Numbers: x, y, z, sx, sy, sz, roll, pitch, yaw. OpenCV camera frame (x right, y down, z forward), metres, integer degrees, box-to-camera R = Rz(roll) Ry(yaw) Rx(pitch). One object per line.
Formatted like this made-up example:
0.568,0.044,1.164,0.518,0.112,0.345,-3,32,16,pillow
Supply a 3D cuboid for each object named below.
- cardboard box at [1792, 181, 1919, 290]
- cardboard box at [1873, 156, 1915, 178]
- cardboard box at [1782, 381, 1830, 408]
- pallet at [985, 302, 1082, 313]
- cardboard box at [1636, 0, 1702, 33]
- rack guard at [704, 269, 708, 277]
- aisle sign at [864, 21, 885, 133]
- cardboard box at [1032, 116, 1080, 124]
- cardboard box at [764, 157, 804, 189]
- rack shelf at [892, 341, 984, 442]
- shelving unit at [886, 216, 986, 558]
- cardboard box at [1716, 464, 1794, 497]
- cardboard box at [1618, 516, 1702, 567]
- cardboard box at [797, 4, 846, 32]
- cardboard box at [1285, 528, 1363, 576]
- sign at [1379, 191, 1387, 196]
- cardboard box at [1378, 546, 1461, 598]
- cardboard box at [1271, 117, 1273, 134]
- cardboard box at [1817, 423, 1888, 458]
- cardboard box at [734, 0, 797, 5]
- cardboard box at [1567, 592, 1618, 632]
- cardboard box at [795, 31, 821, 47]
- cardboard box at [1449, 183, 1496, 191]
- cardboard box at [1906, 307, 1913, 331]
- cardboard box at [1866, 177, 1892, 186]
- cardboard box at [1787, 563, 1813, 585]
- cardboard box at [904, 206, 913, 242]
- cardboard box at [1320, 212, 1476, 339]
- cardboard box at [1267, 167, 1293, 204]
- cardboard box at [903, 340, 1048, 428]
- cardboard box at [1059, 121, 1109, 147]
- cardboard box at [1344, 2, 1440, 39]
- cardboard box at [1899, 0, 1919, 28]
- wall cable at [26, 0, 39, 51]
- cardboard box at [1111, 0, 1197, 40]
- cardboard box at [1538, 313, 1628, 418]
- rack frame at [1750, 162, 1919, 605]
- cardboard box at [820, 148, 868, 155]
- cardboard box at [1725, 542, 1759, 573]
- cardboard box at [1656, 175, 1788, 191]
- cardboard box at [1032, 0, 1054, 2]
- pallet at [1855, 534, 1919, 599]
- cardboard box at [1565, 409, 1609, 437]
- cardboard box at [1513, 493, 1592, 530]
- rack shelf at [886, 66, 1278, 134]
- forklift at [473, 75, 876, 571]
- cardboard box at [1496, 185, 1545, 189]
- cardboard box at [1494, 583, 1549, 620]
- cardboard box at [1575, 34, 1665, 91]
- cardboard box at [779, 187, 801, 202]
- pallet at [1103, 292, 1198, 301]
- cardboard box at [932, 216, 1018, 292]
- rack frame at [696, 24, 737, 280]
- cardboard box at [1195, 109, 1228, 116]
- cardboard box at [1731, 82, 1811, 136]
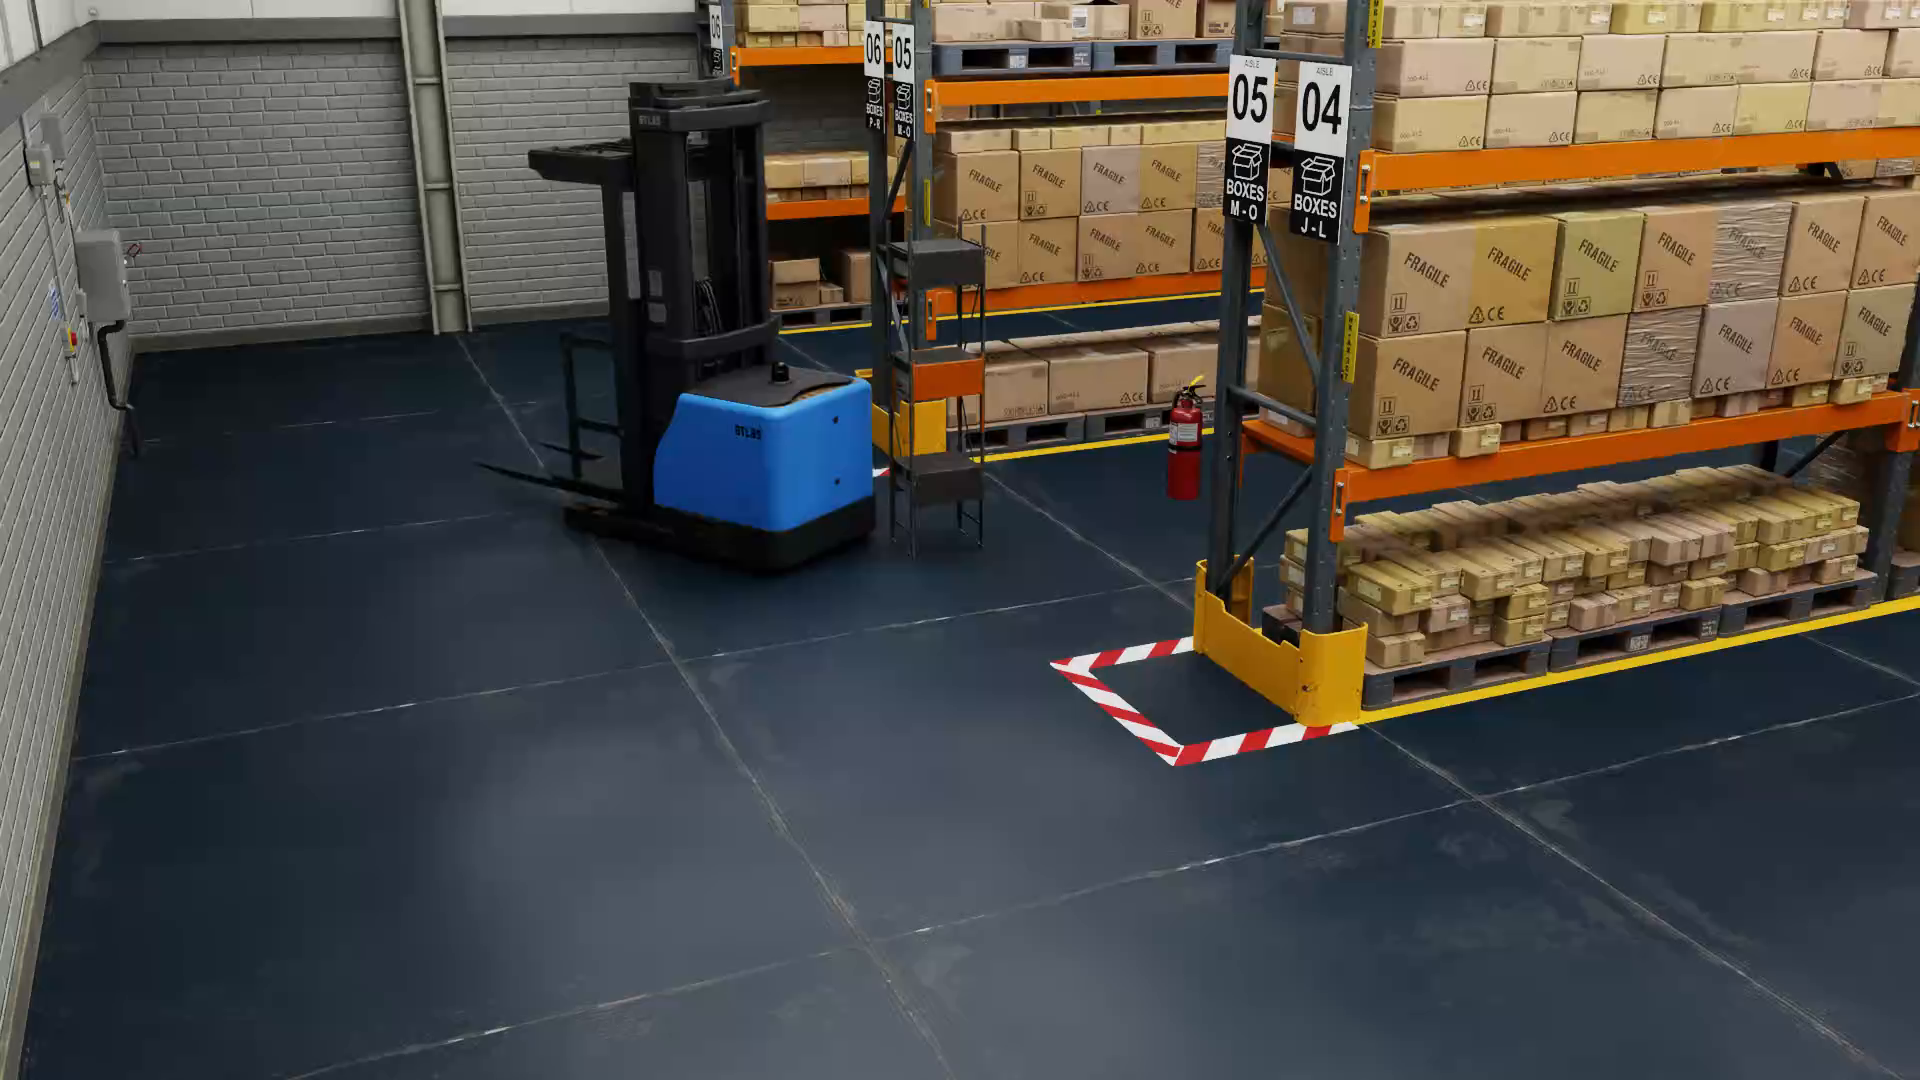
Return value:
4.950,-1.697,9.222,0.500,0.500,0.500,-9,21,-24,cardboard box
8.821,-3.785,16.025,0.500,0.500,0.500,-9,21,-24,cardboard box
4.642,-0.871,9.358,0.250,0.149,0.380,-7,21,-20,cardboard box
0.620,-2.787,18.619,1.213,0.211,1.003,-8,21,-22,pallet
3.427,-2.593,8.226,0.250,0.149,0.380,-7,21,-20,cardboard box
-2.352,-2.497,17.360,0.348,0.500,1.175,-8,21,-22,rack guard
-0.641,-3.464,12.429,0.004,0.787,0.394,-8,21,-22,aisle sign
0.741,-3.219,13.016,0.250,0.149,0.380,-8,21,-22,cardboard box
-1.899,-3.713,16.828,0.500,0.250,0.500,-8,21,-22,cardboard box
-0.152,-0.956,10.616,0.480,0.518,0.431,-8,21,-22,rack shelf
-0.152,-0.969,10.611,0.503,2.100,0.431,-8,21,-22,shelving unit
4.876,-0.334,10.220,0.250,0.149,0.380,-7,21,-20,cardboard box
3.882,0.004,9.260,0.250,0.149,0.380,-9,21,-24,cardboard box
-1.448,-5.198,16.531,0.500,0.250,0.500,-8,21,-21,cardboard box
1.987,0.063,9.092,0.250,0.149,0.380,-8,21,-21,cardboard box
3.442,-2.955,13.477,0.005,0.325,0.100,-8,21,-22,sign
2.422,0.171,8.783,0.250,0.149,0.380,-8,21,-21,cardboard box
2.321,-3.296,13.233,0.250,0.149,0.380,-8,21,-22,cardboard box
5.858,-0.730,10.582,0.500,0.250,0.500,-9,21,-23,cardboard box
-1.915,-5.368,16.259,0.500,0.250,0.500,-8,21,-23,cardboard box
3.380,0.356,9.155,0.250,0.149,0.380,-9,21,-25,cardboard box
-1.564,-5.004,16.580,0.250,0.149,0.380,-8,21,-22,cardboard box
4.195,-3.243,14.060,0.500,0.500,0.500,-8,21,-22,cardboard box
5.560,-1.375,10.156,0.250,0.149,0.380,-9,21,-23,cardboard box
8.769,-3.468,16.102,0.250,0.149,0.380,-7,21,-20,cardboard box
4.777,0.128,9.802,0.250,0.149,0.380,-8,21,-20,cardboard box
-0.114,-2.344,13.012,0.500,0.500,0.500,-8,21,-22,cardboard box
2.119,-1.294,8.075,0.500,0.500,0.500,-8,21,-22,cardboard box
2.428,-2.987,13.333,0.500,0.500,0.500,-8,21,-23,cardboard box
0.114,-1.259,13.308,0.875,0.438,0.875,-9,21,-24,cardboard box
0.935,-3.086,12.637,0.250,0.149,0.380,-8,21,-21,cardboard box
1.989,-2.398,7.671,0.250,0.149,0.380,-8,21,-22,cardboard box
4.856,-2.788,8.780,0.250,0.149,0.380,-8,21,-21,cardboard box
-5.859,-4.378,9.906,0.029,3.000,2.355,-8,21,-22,wall cable
1.458,-4.079,12.641,0.500,0.500,0.500,-8,21,-21,cardboard box
3.059,-0.957,8.626,0.500,0.500,0.500,-8,21,-21,cardboard box
5.274,-1.183,9.864,0.127,3.000,1.000,-8,21,-22,rack frame
-1.174,-4.008,17.666,0.500,0.250,0.500,-7,21,-20,cardboard box
4.359,0.045,9.589,0.250,0.149,0.380,-8,21,-21,cardboard box
4.293,-1.784,9.468,0.500,0.500,0.500,-9,21,-24,cardboard box
0.883,-5.772,17.408,0.500,0.250,0.500,-8,21,-22,cardboard box
5.988,0.030,10.619,1.213,0.211,1.003,-8,21,-22,pallet
3.194,-0.674,8.797,0.250,0.149,0.380,-9,21,-23,cardboard box
3.431,-0.137,9.658,0.250,0.149,0.380,-8,21,-22,cardboard box
1.384,-3.491,12.988,4.000,0.370,1.077,-8,21,-22,rack shelf
-2.065,-1.550,11.010,3.031,2.935,1.130,13,23,32,forklift
4.678,-2.951,14.360,0.500,0.250,0.500,-8,21,-21,cardboard box
2.926,0.281,8.921,0.250,0.149,0.380,-7,21,-20,cardboard box
3.055,-2.347,8.127,0.500,0.250,0.500,-8,21,-21,cardboard box
-1.796,-3.554,16.979,0.250,0.149,0.380,-8,21,-21,cardboard box
1.983,-2.995,19.211,1.213,0.211,1.003,-8,21,-22,pallet
0.102,-2.175,12.533,0.500,0.500,0.500,-8,21,-22,cardboard box
-2.422,-3.666,16.917,0.127,3.000,1.000,-8,21,-22,rack frame
2.128,-3.442,13.649,0.250,0.149,0.380,-8,21,-22,cardboard box
4.001,-2.251,8.607,0.500,0.250,0.500,-8,21,-23,cardboard box
